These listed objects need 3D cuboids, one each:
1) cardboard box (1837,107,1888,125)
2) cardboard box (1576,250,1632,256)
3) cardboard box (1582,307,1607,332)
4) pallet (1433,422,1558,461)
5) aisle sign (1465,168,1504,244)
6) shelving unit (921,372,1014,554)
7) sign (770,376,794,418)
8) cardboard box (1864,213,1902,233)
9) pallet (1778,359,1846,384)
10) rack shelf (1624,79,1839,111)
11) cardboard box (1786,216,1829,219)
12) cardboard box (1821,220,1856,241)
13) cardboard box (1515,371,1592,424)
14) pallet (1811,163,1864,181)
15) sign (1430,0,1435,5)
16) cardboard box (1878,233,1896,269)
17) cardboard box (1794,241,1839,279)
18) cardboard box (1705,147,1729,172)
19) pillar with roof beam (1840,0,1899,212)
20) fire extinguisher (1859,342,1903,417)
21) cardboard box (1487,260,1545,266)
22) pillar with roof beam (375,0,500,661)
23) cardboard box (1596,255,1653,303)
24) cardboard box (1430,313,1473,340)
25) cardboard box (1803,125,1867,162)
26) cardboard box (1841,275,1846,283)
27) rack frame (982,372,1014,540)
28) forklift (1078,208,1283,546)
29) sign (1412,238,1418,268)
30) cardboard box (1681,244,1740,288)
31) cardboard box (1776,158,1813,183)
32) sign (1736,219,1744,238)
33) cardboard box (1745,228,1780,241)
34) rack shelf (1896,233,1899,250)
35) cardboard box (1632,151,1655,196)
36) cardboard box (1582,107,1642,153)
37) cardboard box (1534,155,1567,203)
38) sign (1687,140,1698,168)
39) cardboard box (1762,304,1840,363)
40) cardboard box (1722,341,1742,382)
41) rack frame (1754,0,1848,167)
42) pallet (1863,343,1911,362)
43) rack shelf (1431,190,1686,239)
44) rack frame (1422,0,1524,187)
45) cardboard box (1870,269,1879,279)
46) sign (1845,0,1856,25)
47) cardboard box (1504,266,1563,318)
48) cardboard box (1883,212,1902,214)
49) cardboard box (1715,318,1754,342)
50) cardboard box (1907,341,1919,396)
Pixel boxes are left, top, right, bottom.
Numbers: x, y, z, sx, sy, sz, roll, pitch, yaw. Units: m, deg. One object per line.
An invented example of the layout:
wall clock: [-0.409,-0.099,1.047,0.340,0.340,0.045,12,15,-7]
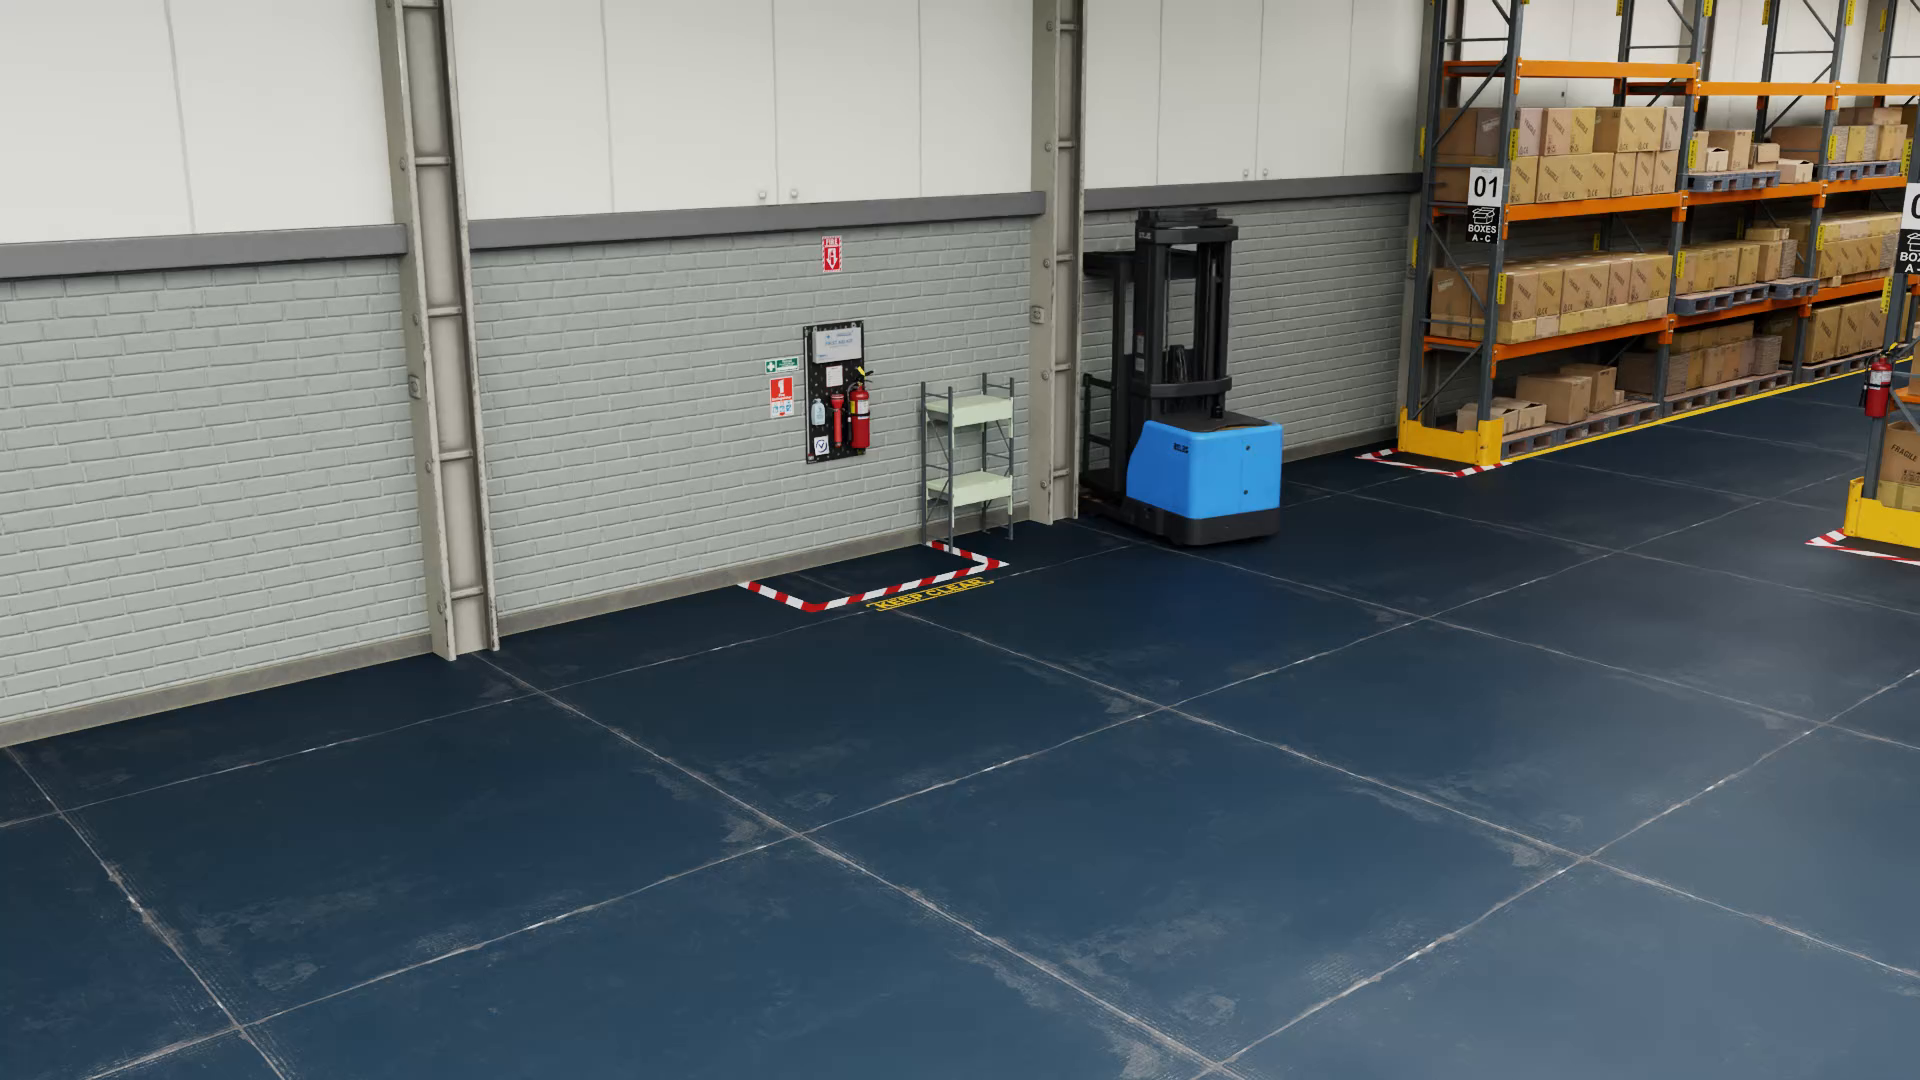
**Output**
cardboard box: [13.355,-6.272,24.605,0.500,0.250,0.500,-13,20,-41]
cardboard box: [7.985,-3.324,20.682,0.500,0.500,0.500,-13,20,-41]
cardboard box: [7.189,-2.605,19.444,0.500,0.250,0.500,-12,19,-39]
pallet: [6.152,-1.183,19.269,1.213,0.211,1.003,-13,19,-39]
aisle sign: [5.602,-3.572,17.772,0.004,0.787,0.394,-13,19,-39]
shelving unit: [0.070,-0.702,14.973,0.755,1.500,0.431,-13,20,-40]
sign: [-1.481,-1.189,13.821,0.234,0.329,0.001,-13,19,-39]
cardboard box: [13.935,-4.769,25.031,0.500,0.250,0.500,-12,19,-38]
pallet: [12.138,-2.513,24.250,1.213,0.211,1.003,-13,19,-39]
rack shelf: [9.985,-5.760,21.547,4.000,0.370,1.077,-13,19,-39]
cardboard box: [12.448,-4.606,24.420,0.500,0.250,0.500,-13,20,-41]
cardboard box: [12.411,-4.423,23.736,0.500,0.250,0.500,-13,20,-40]
cardboard box: [7.056,-1.702,19.801,0.500,0.500,0.700,-14,21,-43]
pallet: [11.945,-5.219,23.529,1.003,0.211,1.213,-12,19,-37]
sign: [5.110,-5.924,17.874,0.005,0.325,0.100,-13,19,-39]
cardboard box: [13.566,-4.322,24.808,0.500,0.500,0.500,-13,19,-39]
cardboard box: [12.028,-3.976,23.513,0.500,0.500,0.500,-12,19,-38]
cardboard box: [9.406,-4.854,21.157,0.500,0.311,0.500,-12,19,-38]
pillar with roof beam: [17.298,-6.766,23.144,0.400,9.000,9.100,-13,19,-39]
fire extinguisher: [8.319,-1.456,15.037,0.183,0.674,0.296,-13,19,-39]
cardboard box: [6.448,-2.979,19.388,0.500,0.500,0.500,-13,20,-41]
pillar with roof beam: [-0.807,-2.701,7.923,0.400,9.000,9.100,-13,19,-39]
cardboard box: [7.950,-3.137,19.982,0.500,0.500,0.500,-13,20,-40]
cardboard box: [5.684,-2.440,18.826,0.500,0.250,0.500,-12,19,-39]
cardboard box: [12.613,-5.736,24.053,0.500,0.500,0.700,-11,19,-37]
cardboard box: [12.645,-3.822,24.195,0.250,0.149,0.380,-12,19,-38]
rack frame: [0.345,-0.765,15.207,0.023,1.500,0.400,-13,20,-40]
forklift: [1.787,-1.696,15.919,1.130,2.935,3.031,-8,17,-28]
sign: [5.110,-3.210,18.598,0.005,0.325,0.100,-13,19,-39]
cardboard box: [9.785,-3.615,21.926,0.500,0.500,0.700,-10,18,-32]
cardboard box: [11.128,-4.983,22.413,0.500,0.311,0.500,-13,19,-39]
sign: [11.127,-4.408,23.698,0.005,0.325,0.100,-13,19,-39]
cardboard box: [11.020,-4.194,22.836,0.380,0.149,0.250,12,19,38]
rack shelf: [10.222,-2.863,15.737,4.000,0.370,1.077,-13,19,-39]
cardboard box: [7.868,-4.354,19.694,0.500,0.500,0.500,14,20,42]
cardboard box: [7.483,-4.731,19.167,0.500,0.500,0.500,-14,20,-41]
cardboard box: [6.304,-3.985,18.313,0.500,0.500,0.500,-11,19,-36]
sign: [8.838,-4.659,20.064,0.005,0.325,0.100,-13,19,-39]
cardboard box: [12.135,-3.005,24.039,0.750,0.750,0.750,-13,20,-40]
cardboard box: [10.164,-2.460,22.638,0.500,0.500,0.700,-13,20,-40]
rack frame: [11.494,-6.640,22.671,0.127,3.000,1.000,-13,19,-39]
pallet: [13.979,-2.927,25.797,1.213,0.211,1.003,-13,19,-39]
rack shelf: [6.968,-3.827,19.345,4.000,0.370,1.077,-13,19,-39]
rack frame: [5.459,-5.285,17.597,0.127,3.000,1.000,-13,19,-39]
cardboard box: [13.455,-3.988,24.817,0.250,0.149,0.380,-13,20,-41]
sign: [11.858,-7.025,22.151,0.005,0.325,0.100,-13,19,-39]
cardboard box: [6.396,-2.790,18.681,0.500,0.500,0.500,-13,19,-39]
cardboard box: [14.327,-4.854,25.348,0.500,0.250,0.500,-12,19,-38]
cardboard box: [10.514,-2.892,22.804,0.500,0.250,0.500,-12,19,-38]
cardboard box: [9.074,-1.547,15.037,0.500,0.500,0.700,-13,19,-39]
